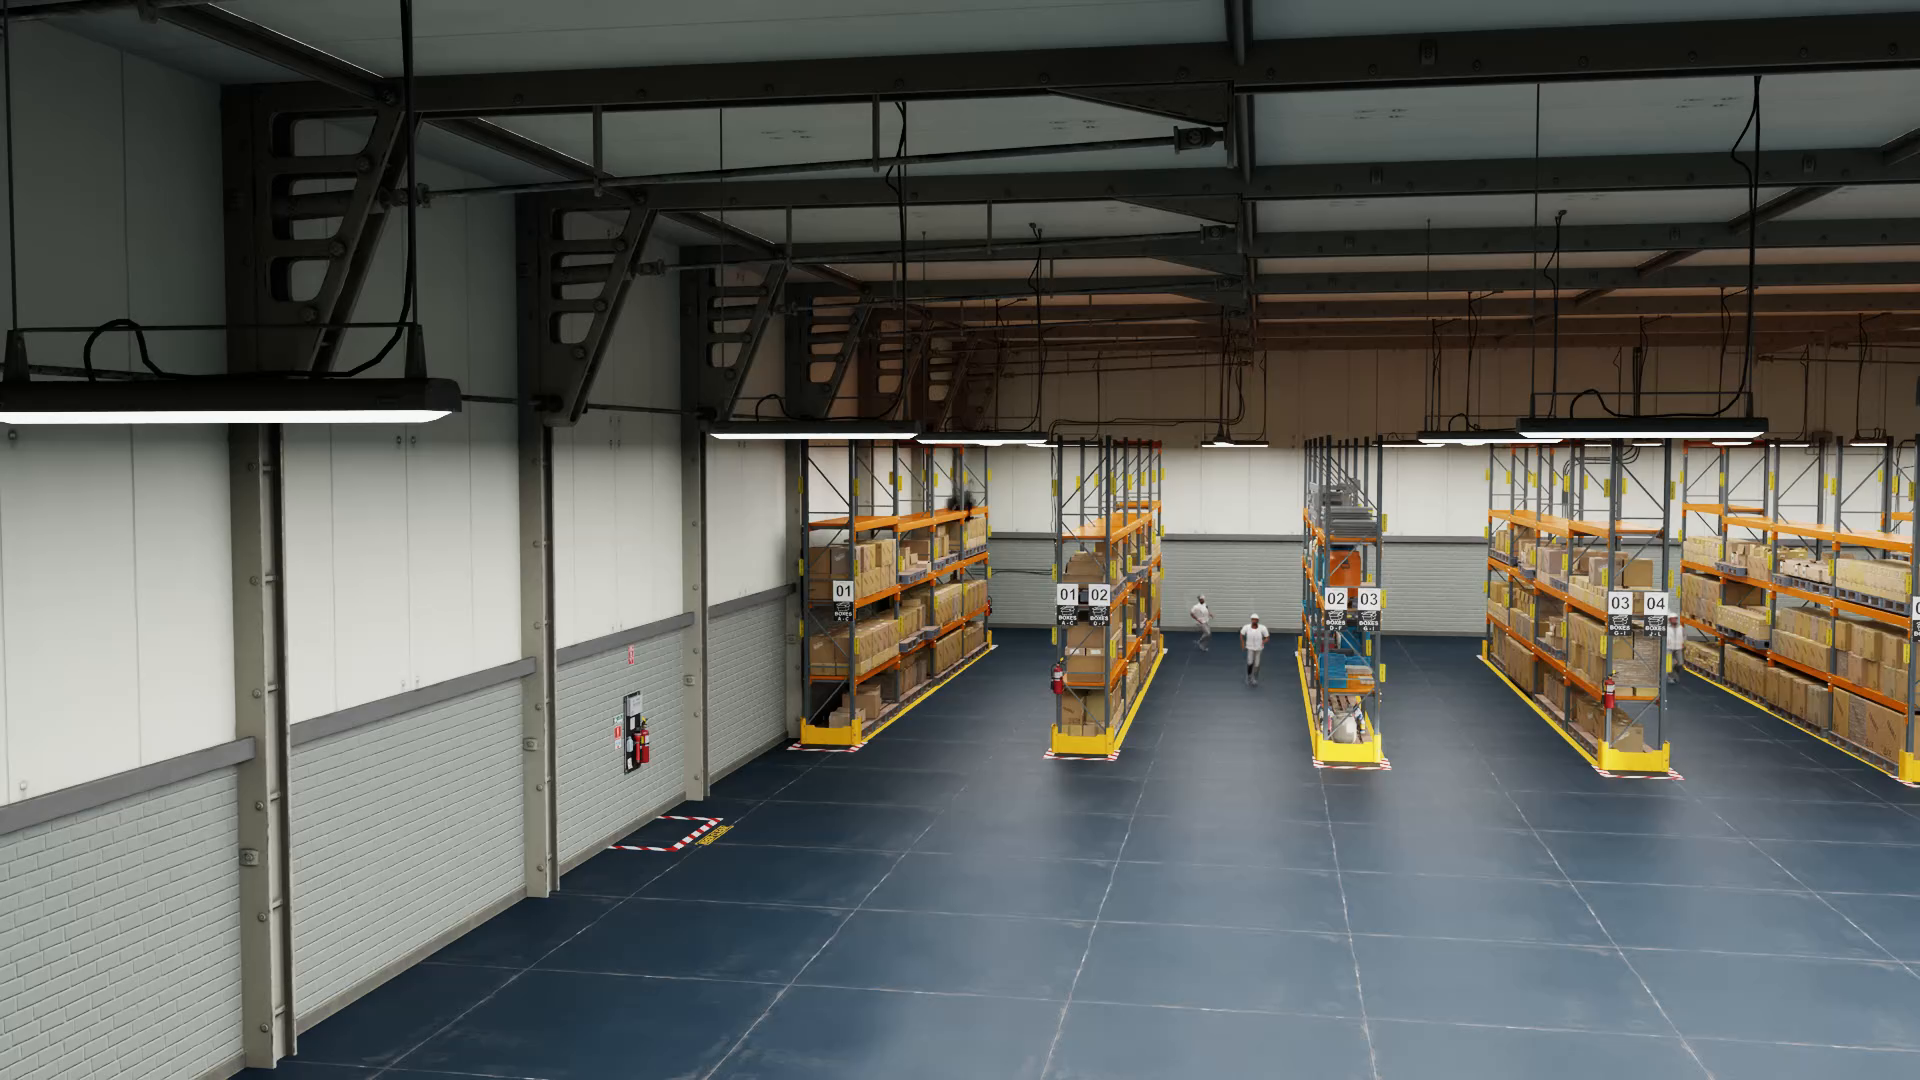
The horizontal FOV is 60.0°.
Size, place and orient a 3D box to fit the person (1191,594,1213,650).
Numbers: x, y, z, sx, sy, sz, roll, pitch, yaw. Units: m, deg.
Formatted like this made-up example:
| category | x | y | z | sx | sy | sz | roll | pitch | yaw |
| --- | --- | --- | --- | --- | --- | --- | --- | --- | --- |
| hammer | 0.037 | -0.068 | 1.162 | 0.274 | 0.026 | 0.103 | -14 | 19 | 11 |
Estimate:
| category | x | y | z | sx | sy | sz | roll | pitch | yaw |
| --- | --- | --- | --- | --- | --- | --- | --- | --- | --- |
| person | 6.931 | 2.348 | 47.341 | 0.550 | 1.625 | 0.585 | 3 | 4 | 43 |

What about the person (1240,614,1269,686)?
| category | x | y | z | sx | sy | sz | roll | pitch | yaw |
| --- | --- | --- | --- | --- | --- | --- | --- | --- | --- |
| person | 7.157 | 2.666 | 40.358 | 0.697 | 1.750 | 0.672 | 0 | 3 | 8 |

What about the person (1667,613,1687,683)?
| category | x | y | z | sx | sy | sz | roll | pitch | yaw |
| --- | --- | --- | --- | --- | --- | --- | --- | --- | --- |
| person | 17.454 | 2.651 | 40.618 | 0.649 | 1.726 | 0.580 | 1 | 3 | 11 |
